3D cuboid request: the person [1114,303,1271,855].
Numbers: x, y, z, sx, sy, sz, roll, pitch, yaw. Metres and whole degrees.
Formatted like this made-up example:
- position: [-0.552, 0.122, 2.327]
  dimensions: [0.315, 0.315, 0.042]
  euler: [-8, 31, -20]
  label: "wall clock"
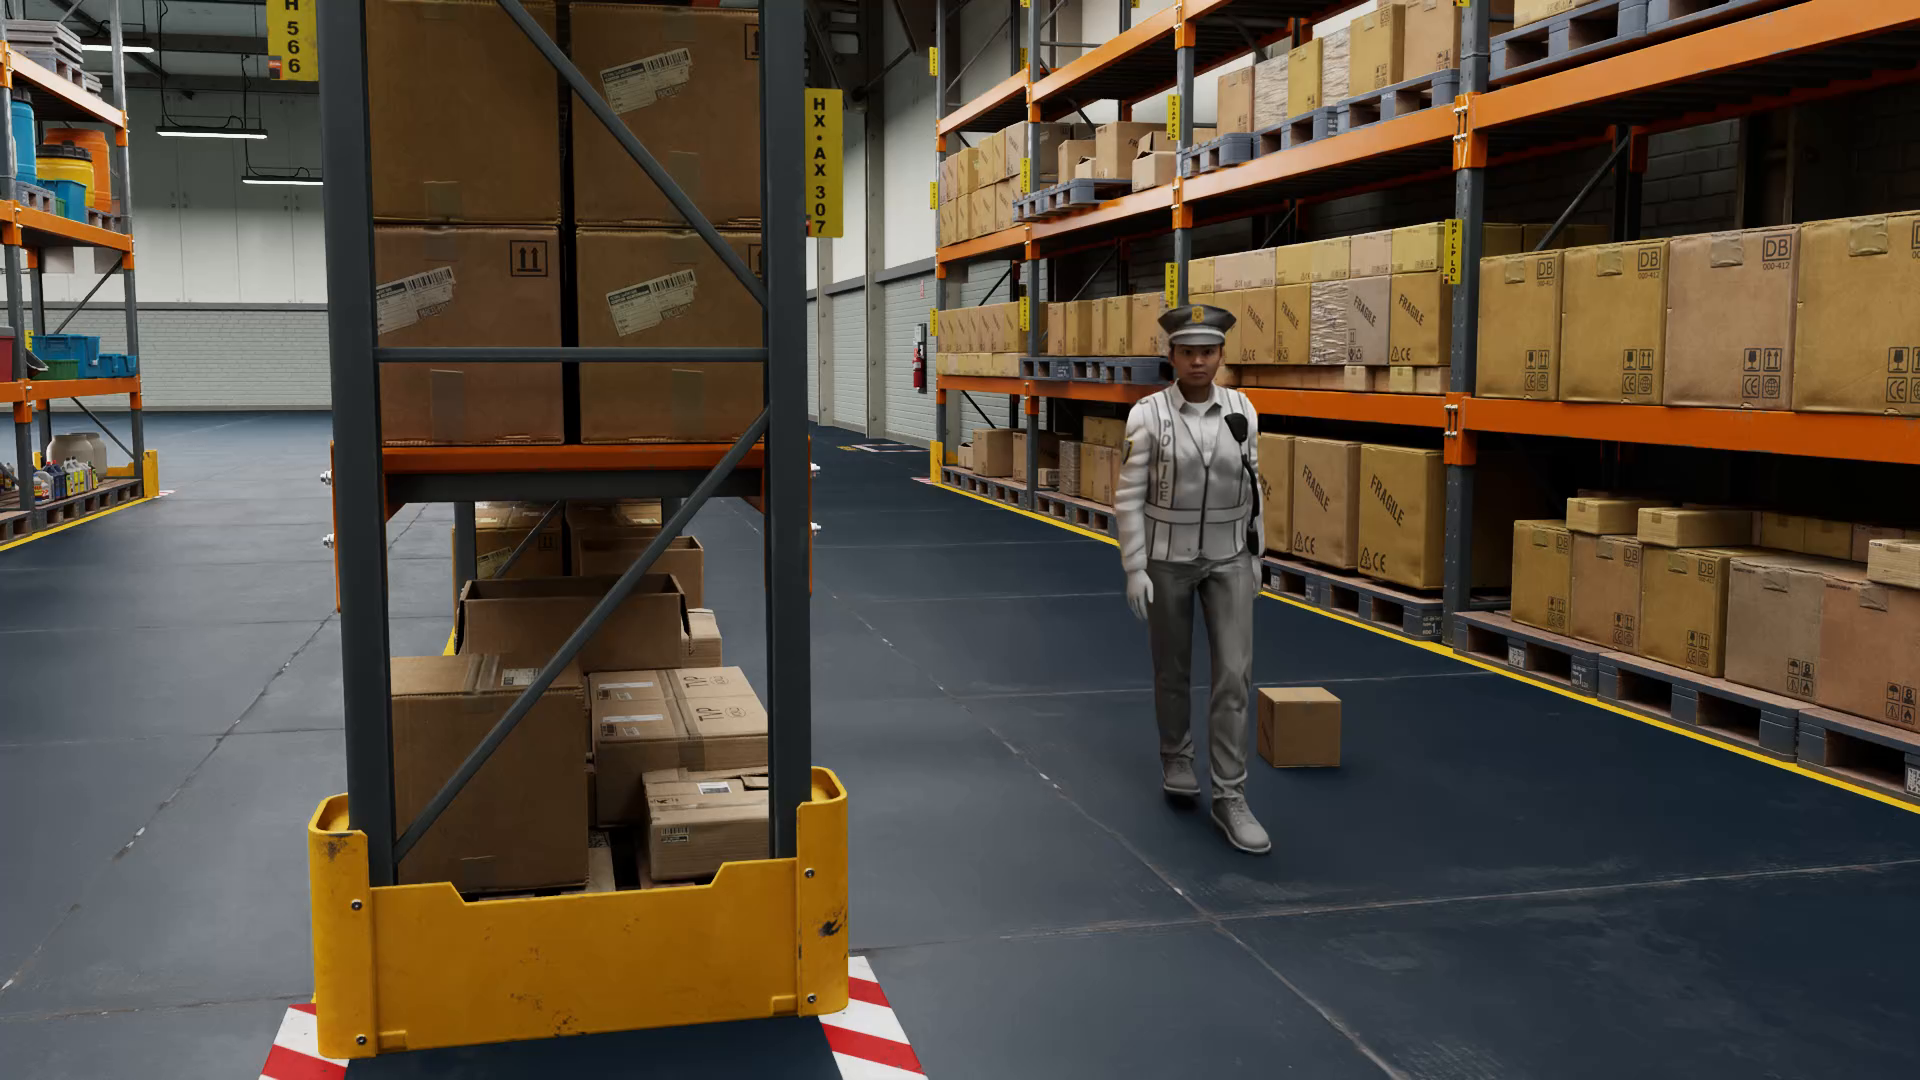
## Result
- position: [0.749, 0.084, 5.357]
  dimensions: [0.513, 1.672, 0.795]
  euler: [0, 6, 1]
  label: "person"
